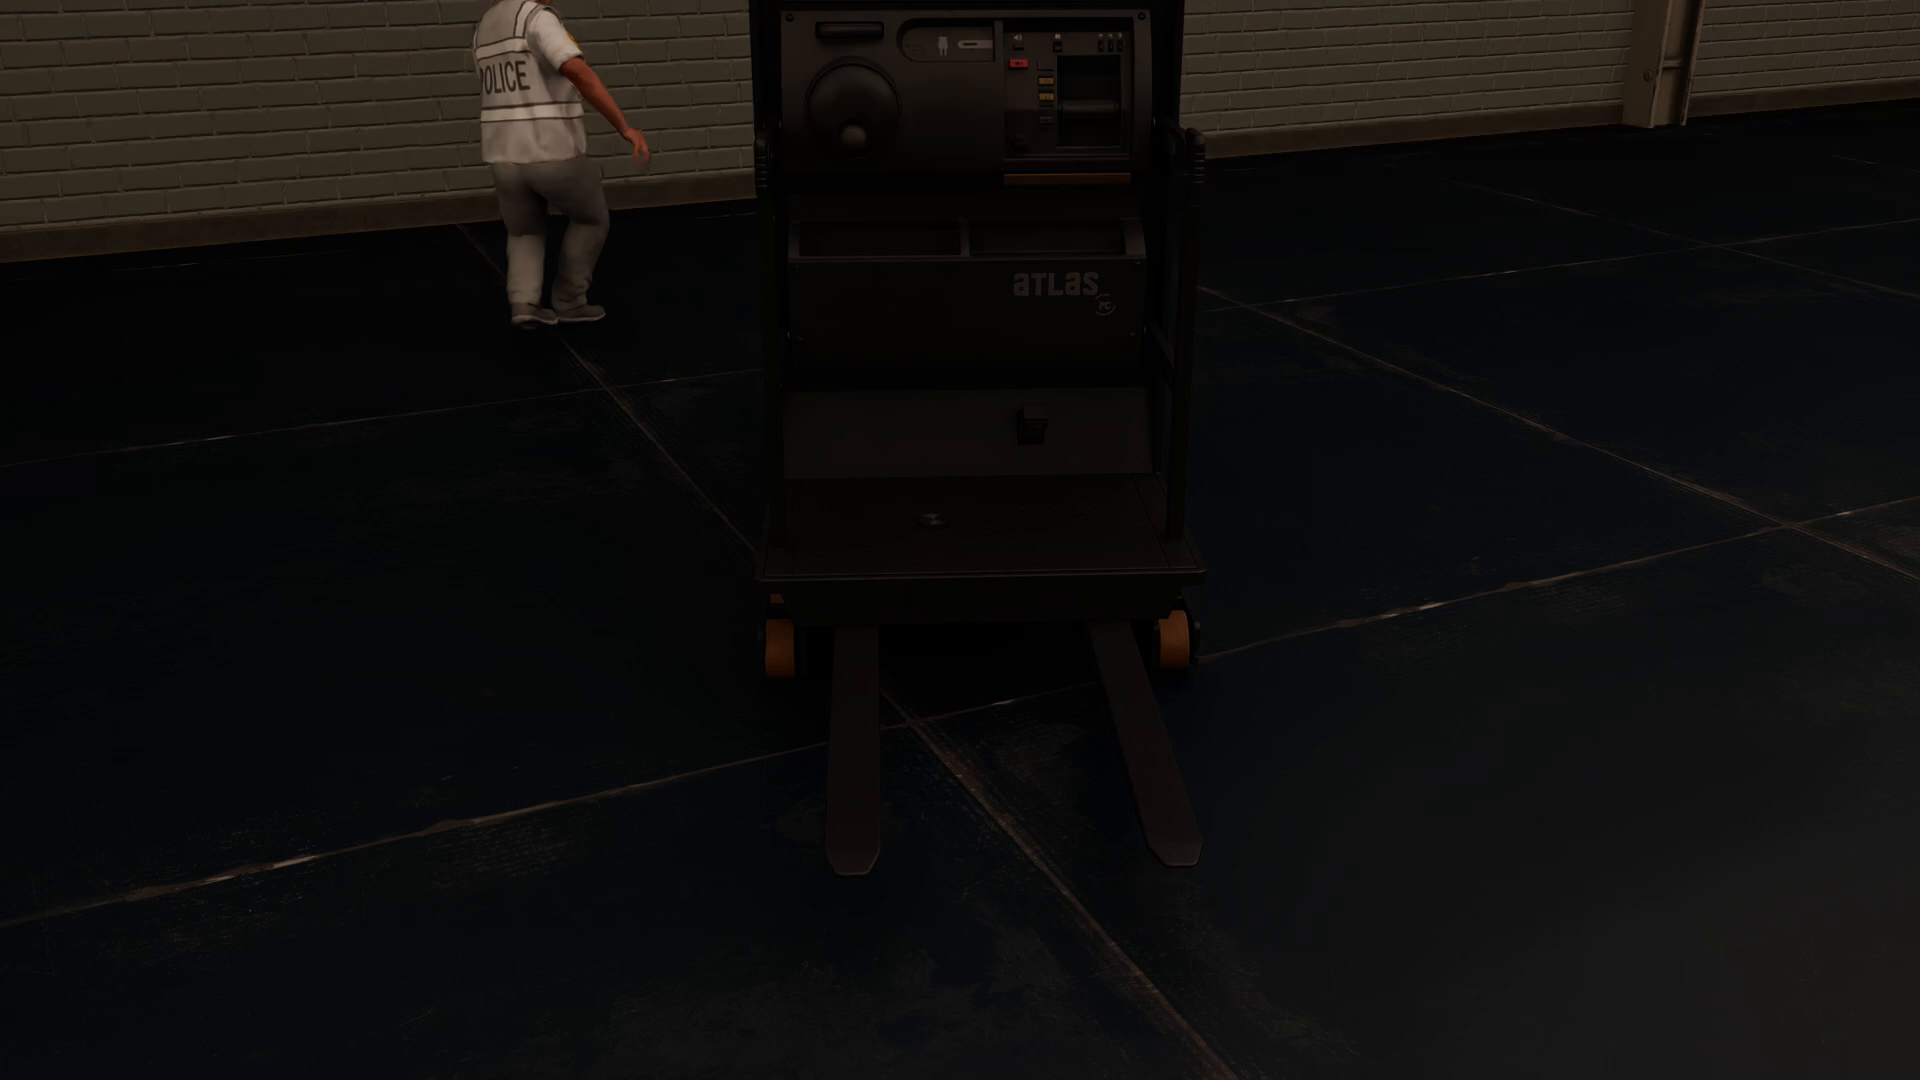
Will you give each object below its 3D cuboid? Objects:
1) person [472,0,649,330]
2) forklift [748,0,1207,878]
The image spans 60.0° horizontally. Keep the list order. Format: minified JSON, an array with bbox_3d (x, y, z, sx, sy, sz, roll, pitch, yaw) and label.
[{"bbox_3d":[-1.647,-1.676,7.038,0.887,1.637,0.855,8,24,19],"label":"person"},{"bbox_3d":[0.030,-1.120,3.982,1.130,2.935,3.031,-1,23,-3],"label":"forklift"}]
